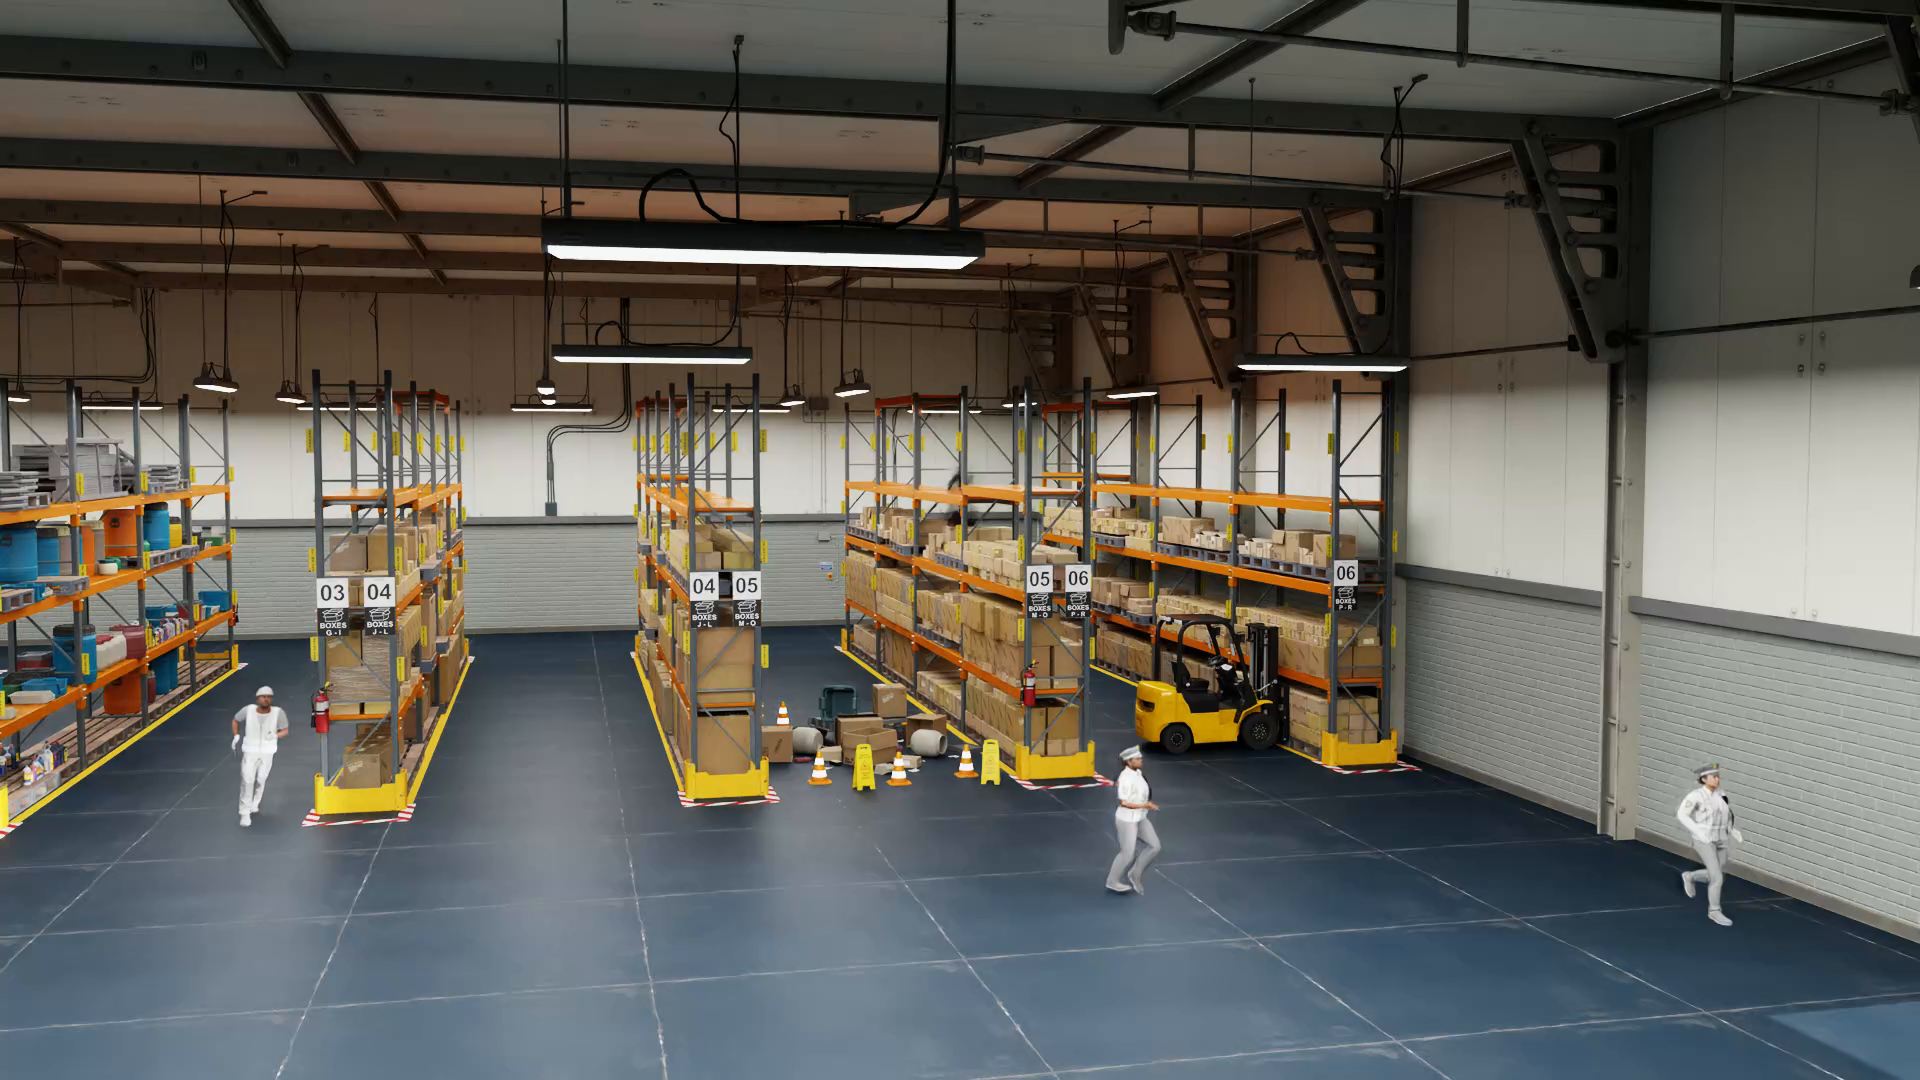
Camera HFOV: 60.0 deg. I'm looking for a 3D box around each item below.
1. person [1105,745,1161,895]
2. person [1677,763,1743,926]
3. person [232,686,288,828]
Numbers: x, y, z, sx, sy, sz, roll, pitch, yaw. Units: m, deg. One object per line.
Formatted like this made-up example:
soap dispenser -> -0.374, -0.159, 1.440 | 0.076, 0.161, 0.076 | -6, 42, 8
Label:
person -> 1.933, 3.104, 18.384 | 0.681, 1.703, 0.548 | 2, 4, 33
person -> 7.872, 3.169, 17.564 | 0.618, 1.677, 0.708 | -1, 4, -22
person -> -9.328, 2.838, 22.176 | 0.701, 1.786, 0.912 | -2, 4, -28
